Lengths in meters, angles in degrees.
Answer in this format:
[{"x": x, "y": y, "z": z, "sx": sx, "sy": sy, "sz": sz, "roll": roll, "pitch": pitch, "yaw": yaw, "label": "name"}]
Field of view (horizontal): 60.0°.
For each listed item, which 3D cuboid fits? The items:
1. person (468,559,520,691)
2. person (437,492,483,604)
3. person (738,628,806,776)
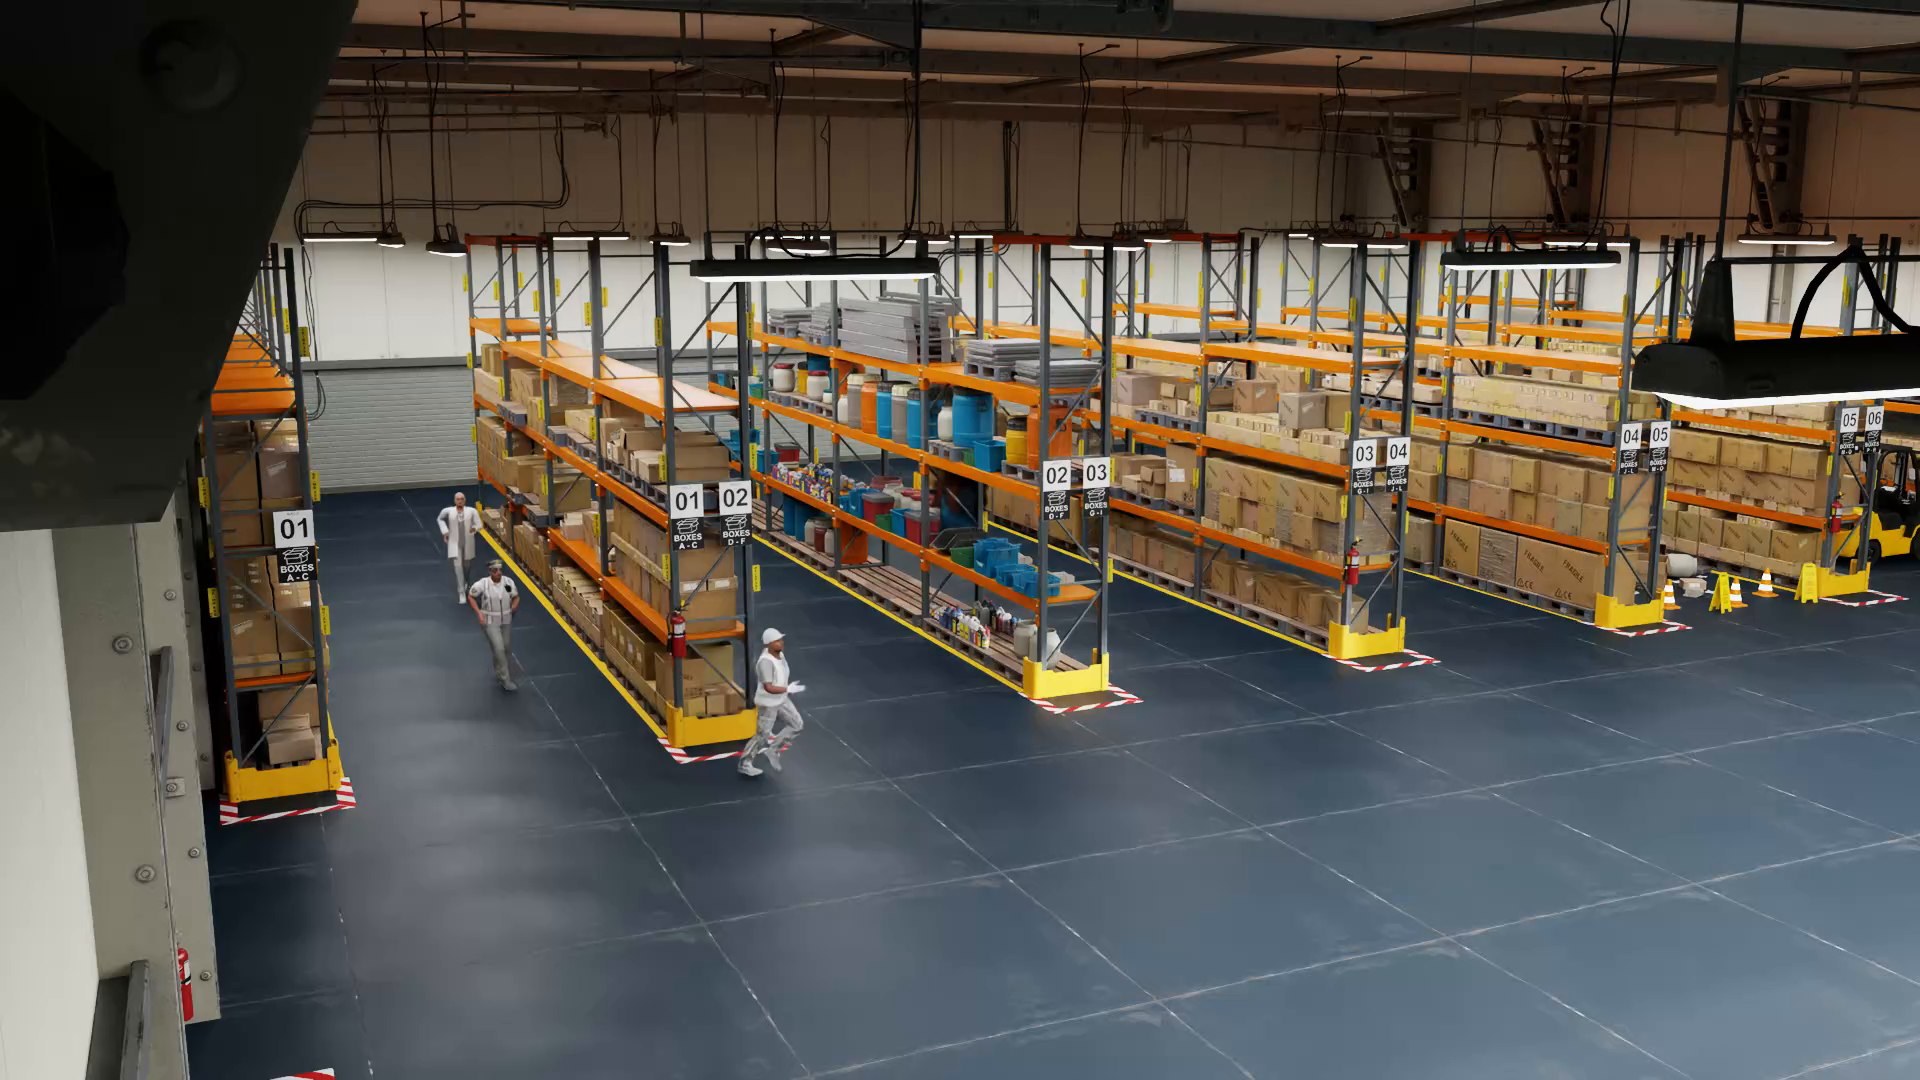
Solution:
[{"x": -6.337, "y": 1.110, "z": 22.735, "sx": 0.669, "sy": 1.782, "sz": 0.888, "roll": -8, "pitch": 14, "yaw": -35, "label": "person"}, {"x": -8.366, "y": 0.091, "z": 27.921, "sx": 0.705, "sy": 1.802, "sz": 1.046, "roll": -4, "pitch": 12, "yaw": -22, "label": "person"}, {"x": -2.118, "y": 1.832, "z": 18.969, "sx": 0.841, "sy": 1.728, "sz": 0.703, "roll": 3, "pitch": 11, "yaw": 15, "label": "person"}]
